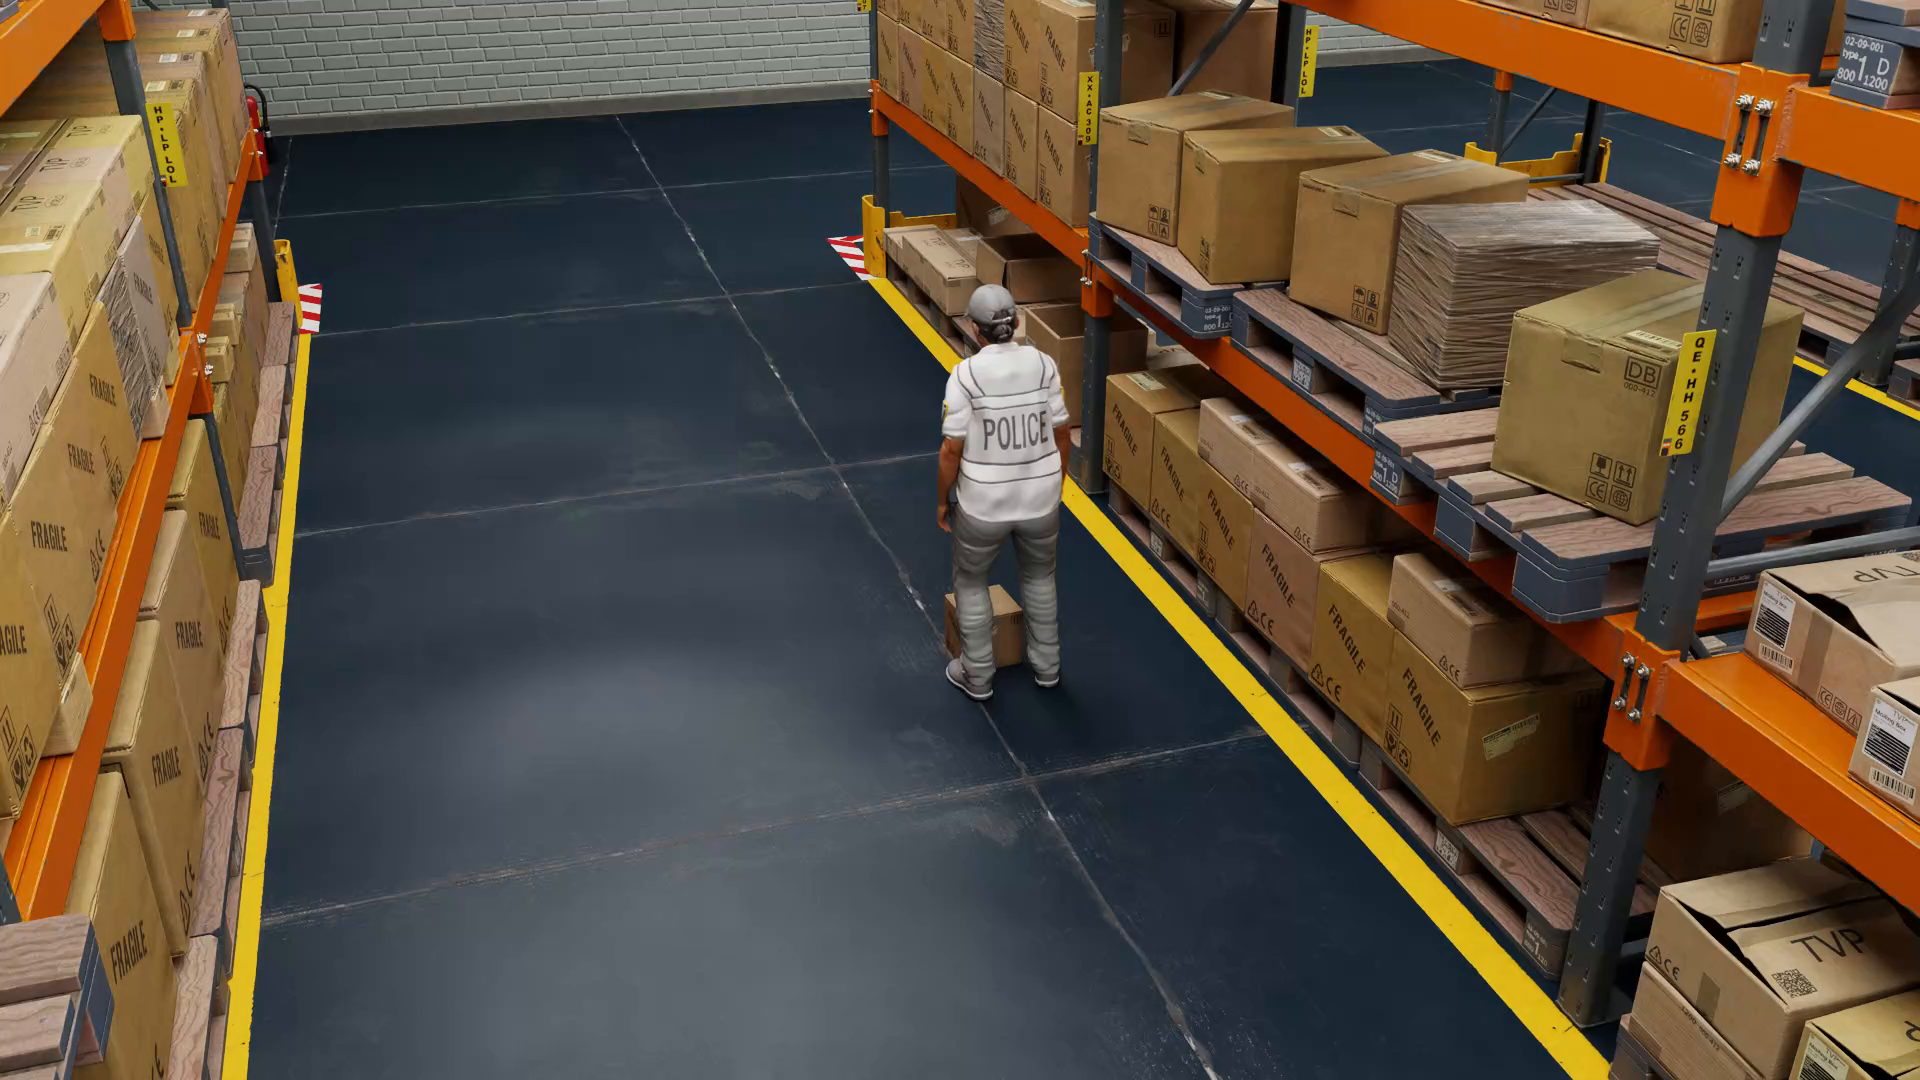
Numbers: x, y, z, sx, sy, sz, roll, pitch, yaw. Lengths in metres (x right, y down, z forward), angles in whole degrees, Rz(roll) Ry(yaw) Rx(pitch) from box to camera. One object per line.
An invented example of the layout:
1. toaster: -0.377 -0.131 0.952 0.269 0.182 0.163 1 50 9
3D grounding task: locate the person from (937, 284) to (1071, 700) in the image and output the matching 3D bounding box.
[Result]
1. person: 0.168 -0.171 6.450 0.547 1.666 0.473 -8 28 -16
